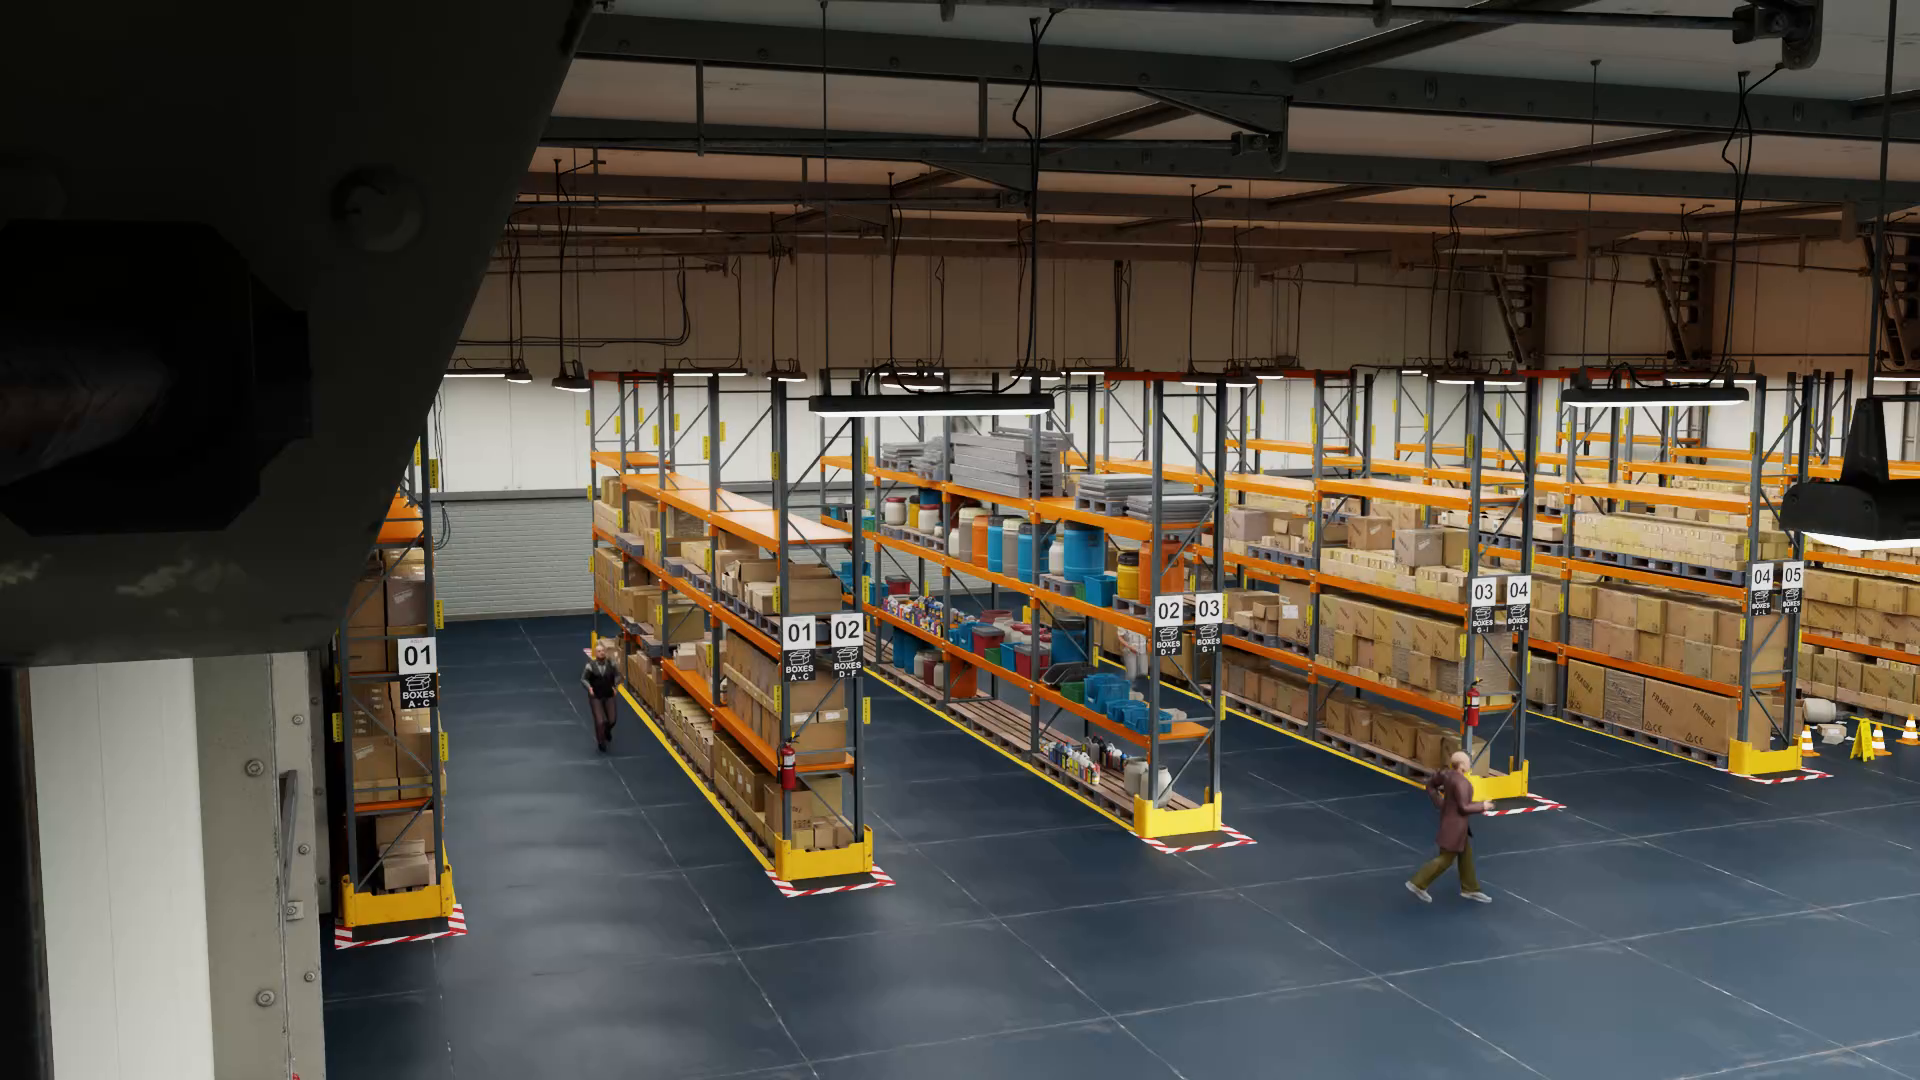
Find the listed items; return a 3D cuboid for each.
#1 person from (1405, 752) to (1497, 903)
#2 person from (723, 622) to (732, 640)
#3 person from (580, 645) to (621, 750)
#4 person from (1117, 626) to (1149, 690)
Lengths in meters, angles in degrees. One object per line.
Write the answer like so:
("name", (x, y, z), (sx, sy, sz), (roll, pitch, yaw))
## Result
("person", (5.633, 3.307, 19.076), (1.040, 1.790, 0.673), (0, 6, 2))
("person", (-4.774, 1.696, 34.241), (0.589, 1.712, 0.693), (-3, 7, -28))
("person", (-5.746, 2.525, 26.681), (0.656, 1.673, 0.606), (-2, 7, -21))
("person", (3.064, 1.945, 29.061), (0.685, 1.771, 0.642), (-2, 7, -20))
